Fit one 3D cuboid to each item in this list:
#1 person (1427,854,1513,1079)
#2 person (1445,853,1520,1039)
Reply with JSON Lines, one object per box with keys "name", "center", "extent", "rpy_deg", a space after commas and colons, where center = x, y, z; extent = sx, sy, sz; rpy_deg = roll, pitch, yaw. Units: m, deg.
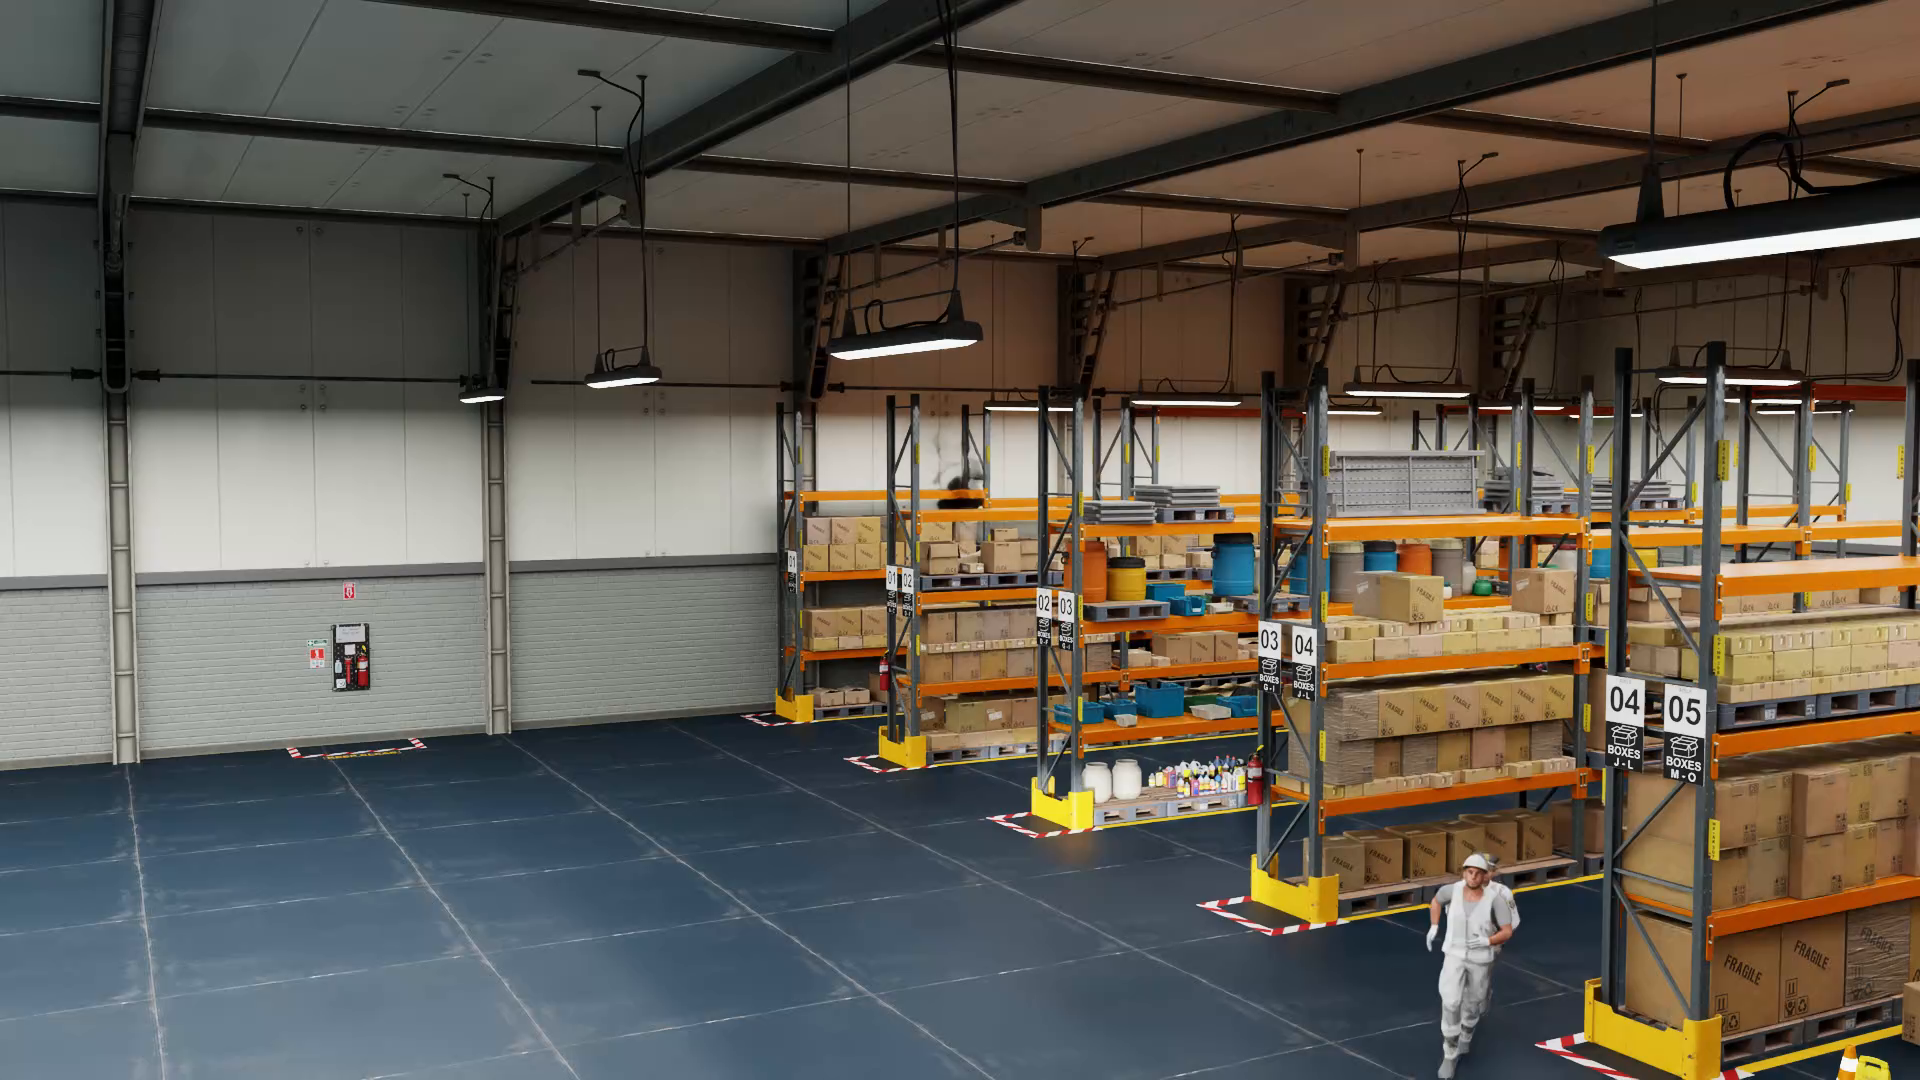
{"name": "person", "center": [4.218, 3.498, 13.789], "extent": [0.683, 1.823, 0.752], "rpy_deg": [1, 3, 19]}
{"name": "person", "center": [4.583, 3.532, 14.614], "extent": [0.645, 1.662, 0.558], "rpy_deg": [2, 4, 31]}
